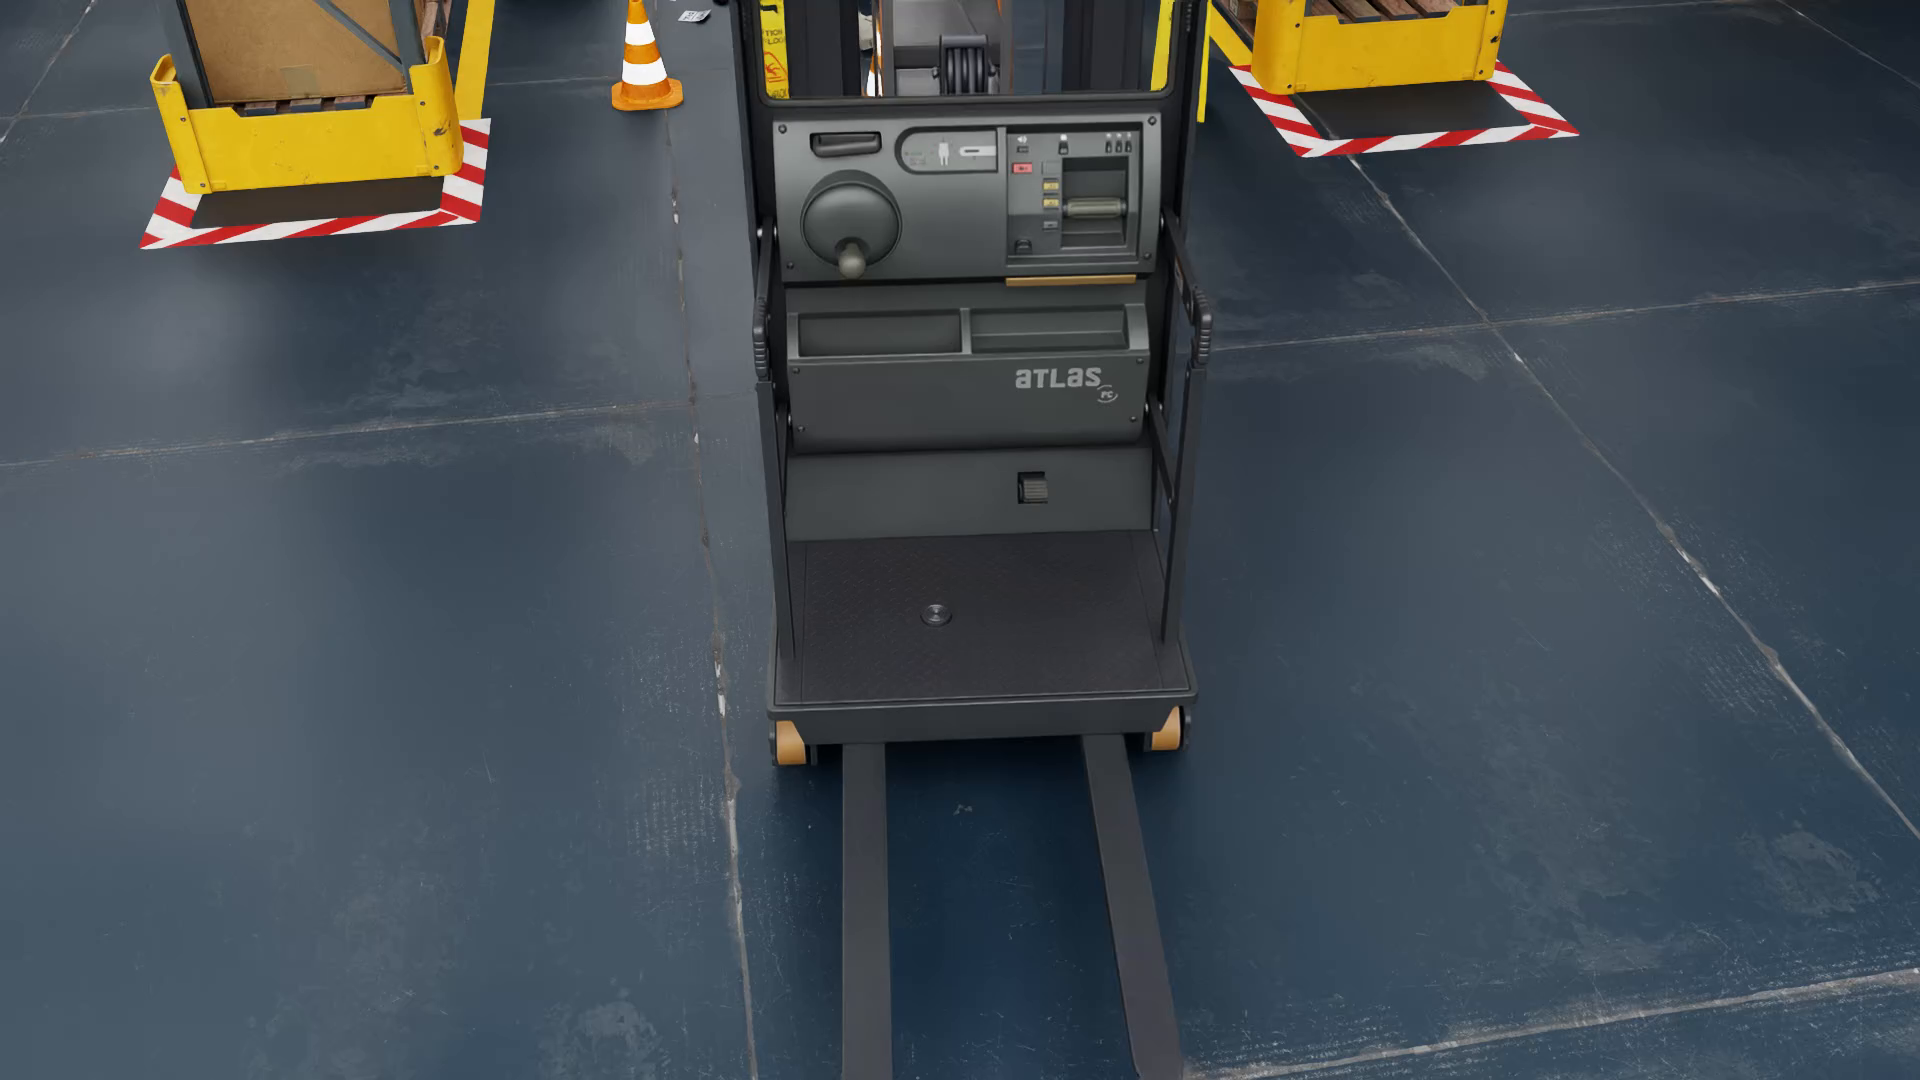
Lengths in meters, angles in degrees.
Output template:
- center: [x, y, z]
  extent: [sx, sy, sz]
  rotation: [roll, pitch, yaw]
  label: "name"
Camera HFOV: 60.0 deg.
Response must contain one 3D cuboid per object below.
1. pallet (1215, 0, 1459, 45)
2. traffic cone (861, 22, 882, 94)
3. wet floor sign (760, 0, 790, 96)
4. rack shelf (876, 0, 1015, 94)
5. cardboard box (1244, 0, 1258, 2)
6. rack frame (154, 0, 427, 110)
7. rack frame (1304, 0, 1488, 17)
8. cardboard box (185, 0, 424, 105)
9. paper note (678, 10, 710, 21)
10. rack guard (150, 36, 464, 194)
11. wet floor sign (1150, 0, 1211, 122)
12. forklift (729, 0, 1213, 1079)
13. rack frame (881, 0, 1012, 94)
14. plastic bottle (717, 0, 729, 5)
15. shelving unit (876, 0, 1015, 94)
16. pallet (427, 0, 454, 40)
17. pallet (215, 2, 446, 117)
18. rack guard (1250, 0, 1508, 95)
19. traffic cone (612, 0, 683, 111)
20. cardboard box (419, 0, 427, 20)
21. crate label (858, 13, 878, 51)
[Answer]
- center: [1.925, -2.883, 8.788]
  extent: [1.003, 0.211, 1.213]
  rotation: [-6, 38, -8]
  label: "pallet"
- center: [-0.333, -2.238, 7.753]
  extent: [0.336, 0.463, 0.334]
  rotation: [-6, 38, -8]
  label: "traffic cone"
- center: [-0.855, -2.116, 7.447]
  extent: [0.267, 0.644, 0.232]
  rotation: [-13, 40, -16]
  label: "wet floor sign"
- center: [-0.054, -1.509, 5.503]
  extent: [0.431, 0.518, 0.480]
  rotation: [-2, 38, -2]
  label: "rack shelf"
- center: [1.635, -2.997, 8.562]
  extent: [0.500, 0.250, 0.500]
  rotation: [-6, 38, -8]
  label: "cardboard box"
- center: [-2.810, -2.850, 6.474]
  extent: [1.000, 3.000, 0.127]
  rotation: [-6, 38, -8]
  label: "rack frame"
- center: [2.046, -3.443, 7.237]
  extent: [1.000, 3.000, 0.127]
  rotation: [-6, 38, -8]
  label: "rack frame"
- center: [-2.994, -2.579, 7.515]
  extent: [0.875, 0.875, 0.875]
  rotation: [-6, 38, -8]
  label: "cardboard box"
- center: [-1.406, -2.781, 8.807]
  extent: [0.144, 0.017, 0.142]
  rotation: [6, 38, 8]
  label: "paper note"
- center: [-2.805, -1.848, 7.222]
  extent: [1.175, 0.500, 0.348]
  rotation: [-6, 38, -8]
  label: "rack guard"
- center: [1.026, -2.284, 7.664]
  extent: [0.267, 0.644, 0.232]
  rotation: [6, 38, 8]
  label: "wet floor sign"
- center: [0.035, -0.761, 3.840]
  extent: [1.130, 2.935, 3.031]
  rotation: [-2, 38, -2]
  label: "forklift"
- center: [-0.041, -1.370, 5.302]
  extent: [0.400, 2.100, 0.015]
  rotation: [-2, 38, -2]
  label: "rack frame"
- center: [-1.298, -2.998, 9.059]
  extent: [0.133, 0.061, 0.283]
  rotation: [-20, 42, -23]
  label: "plastic bottle"
- center: [-0.054, -1.520, 5.495]
  extent: [0.431, 2.100, 0.503]
  rotation: [-2, 38, -2]
  label: "shelving unit"
- center: [-3.237, -2.959, 8.886]
  extent: [1.003, 0.211, 1.213]
  rotation: [-6, 38, -8]
  label: "pallet"
- center: [-3.027, -2.223, 7.940]
  extent: [1.003, 0.211, 1.213]
  rotation: [-6, 38, -8]
  label: "pallet"
- center: [2.033, -2.502, 8.063]
  extent: [1.175, 0.500, 0.348]
  rotation: [-6, 38, -8]
  label: "rack guard"
- center: [-1.505, -2.322, 7.861]
  extent: [0.336, 0.463, 0.334]
  rotation: [-6, 38, -8]
  label: "traffic cone"
- center: [-3.150, -3.111, 8.198]
  extent: [0.875, 0.875, 0.875]
  rotation: [-7, 38, -9]
  label: "cardboard box"
- center: [-0.531, -2.577, 8.456]
  extent: [0.250, 0.136, 0.298]
  rotation: [-27, 45, -31]
  label: "crate label"
